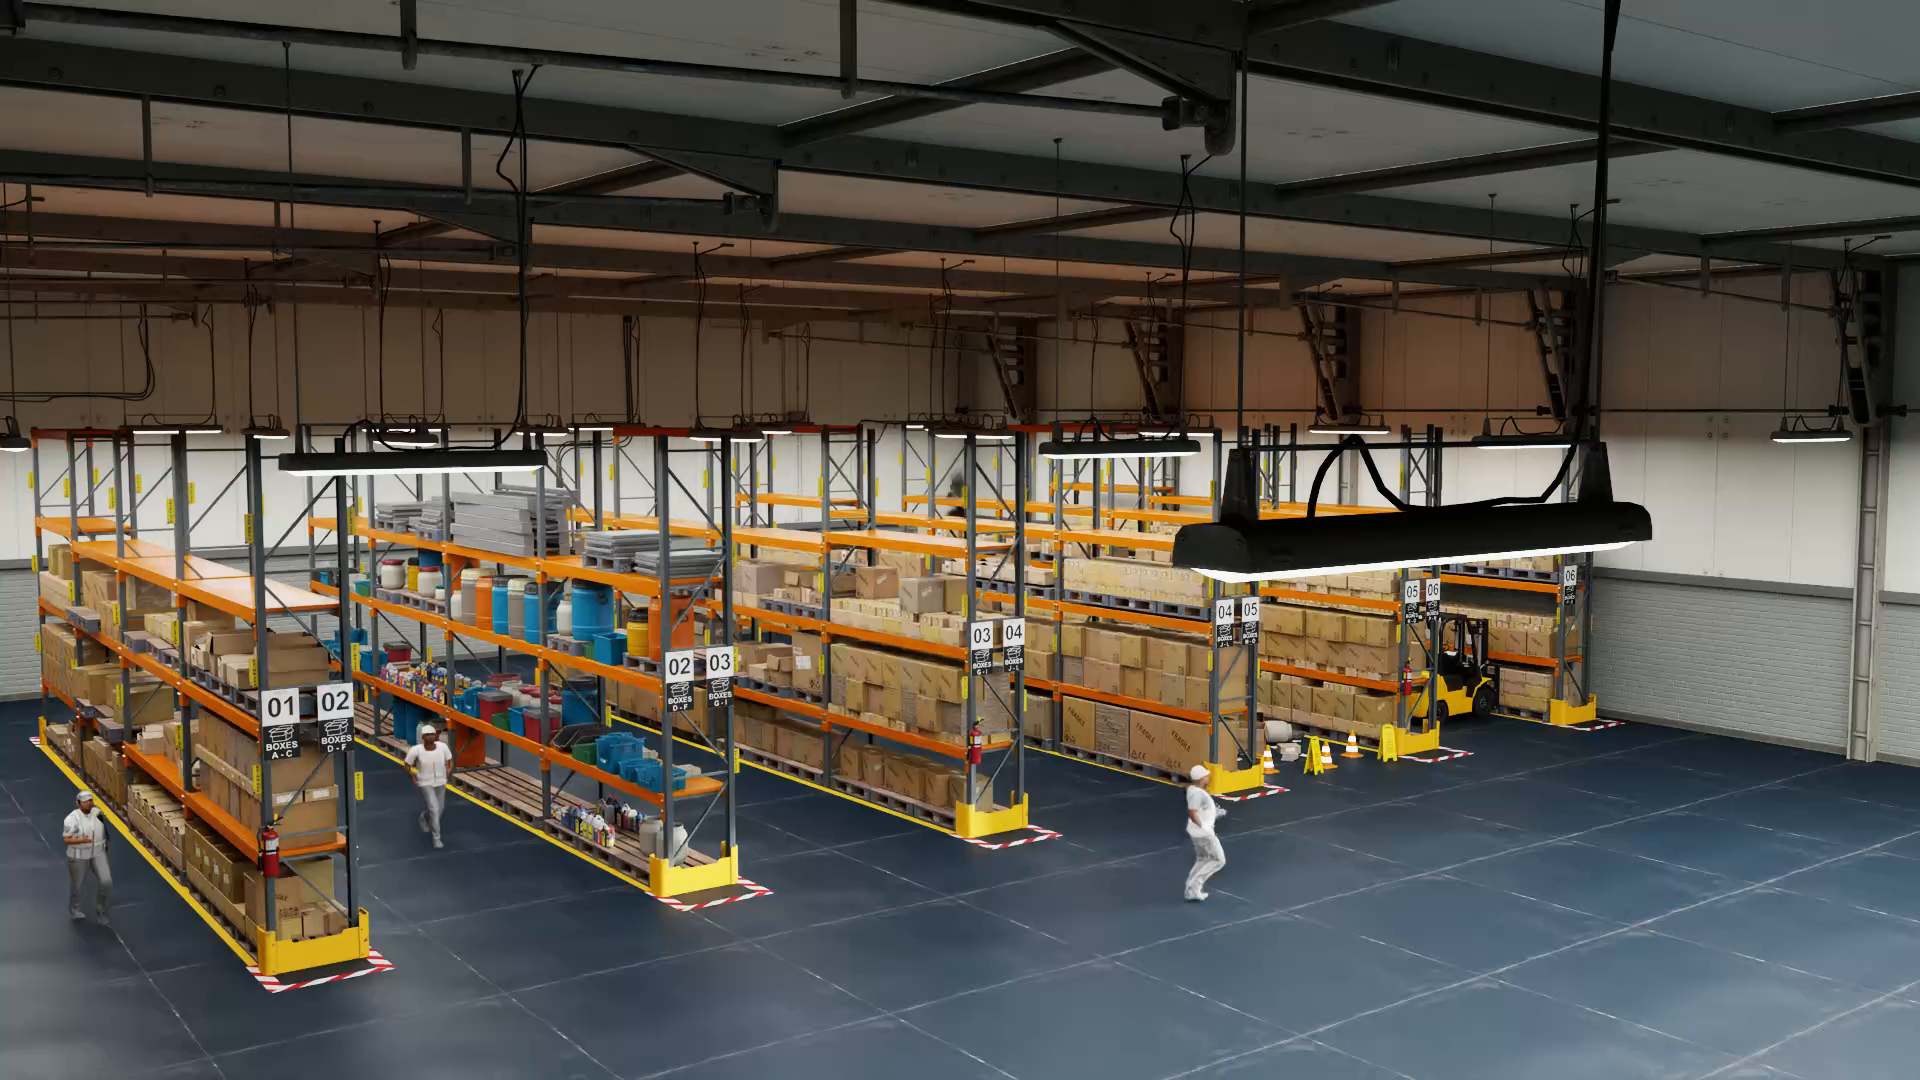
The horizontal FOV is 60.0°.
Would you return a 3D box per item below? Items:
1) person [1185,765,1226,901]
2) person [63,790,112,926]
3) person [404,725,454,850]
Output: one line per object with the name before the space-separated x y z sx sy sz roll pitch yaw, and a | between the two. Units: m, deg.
person | 3.174 3.765 21.399 0.610 1.742 0.667 -1 5 -6
person | -10.709 3.910 20.417 0.759 1.705 0.554 4 6 42
person | -7.700 3.562 24.222 0.690 1.763 0.823 -4 6 -38
